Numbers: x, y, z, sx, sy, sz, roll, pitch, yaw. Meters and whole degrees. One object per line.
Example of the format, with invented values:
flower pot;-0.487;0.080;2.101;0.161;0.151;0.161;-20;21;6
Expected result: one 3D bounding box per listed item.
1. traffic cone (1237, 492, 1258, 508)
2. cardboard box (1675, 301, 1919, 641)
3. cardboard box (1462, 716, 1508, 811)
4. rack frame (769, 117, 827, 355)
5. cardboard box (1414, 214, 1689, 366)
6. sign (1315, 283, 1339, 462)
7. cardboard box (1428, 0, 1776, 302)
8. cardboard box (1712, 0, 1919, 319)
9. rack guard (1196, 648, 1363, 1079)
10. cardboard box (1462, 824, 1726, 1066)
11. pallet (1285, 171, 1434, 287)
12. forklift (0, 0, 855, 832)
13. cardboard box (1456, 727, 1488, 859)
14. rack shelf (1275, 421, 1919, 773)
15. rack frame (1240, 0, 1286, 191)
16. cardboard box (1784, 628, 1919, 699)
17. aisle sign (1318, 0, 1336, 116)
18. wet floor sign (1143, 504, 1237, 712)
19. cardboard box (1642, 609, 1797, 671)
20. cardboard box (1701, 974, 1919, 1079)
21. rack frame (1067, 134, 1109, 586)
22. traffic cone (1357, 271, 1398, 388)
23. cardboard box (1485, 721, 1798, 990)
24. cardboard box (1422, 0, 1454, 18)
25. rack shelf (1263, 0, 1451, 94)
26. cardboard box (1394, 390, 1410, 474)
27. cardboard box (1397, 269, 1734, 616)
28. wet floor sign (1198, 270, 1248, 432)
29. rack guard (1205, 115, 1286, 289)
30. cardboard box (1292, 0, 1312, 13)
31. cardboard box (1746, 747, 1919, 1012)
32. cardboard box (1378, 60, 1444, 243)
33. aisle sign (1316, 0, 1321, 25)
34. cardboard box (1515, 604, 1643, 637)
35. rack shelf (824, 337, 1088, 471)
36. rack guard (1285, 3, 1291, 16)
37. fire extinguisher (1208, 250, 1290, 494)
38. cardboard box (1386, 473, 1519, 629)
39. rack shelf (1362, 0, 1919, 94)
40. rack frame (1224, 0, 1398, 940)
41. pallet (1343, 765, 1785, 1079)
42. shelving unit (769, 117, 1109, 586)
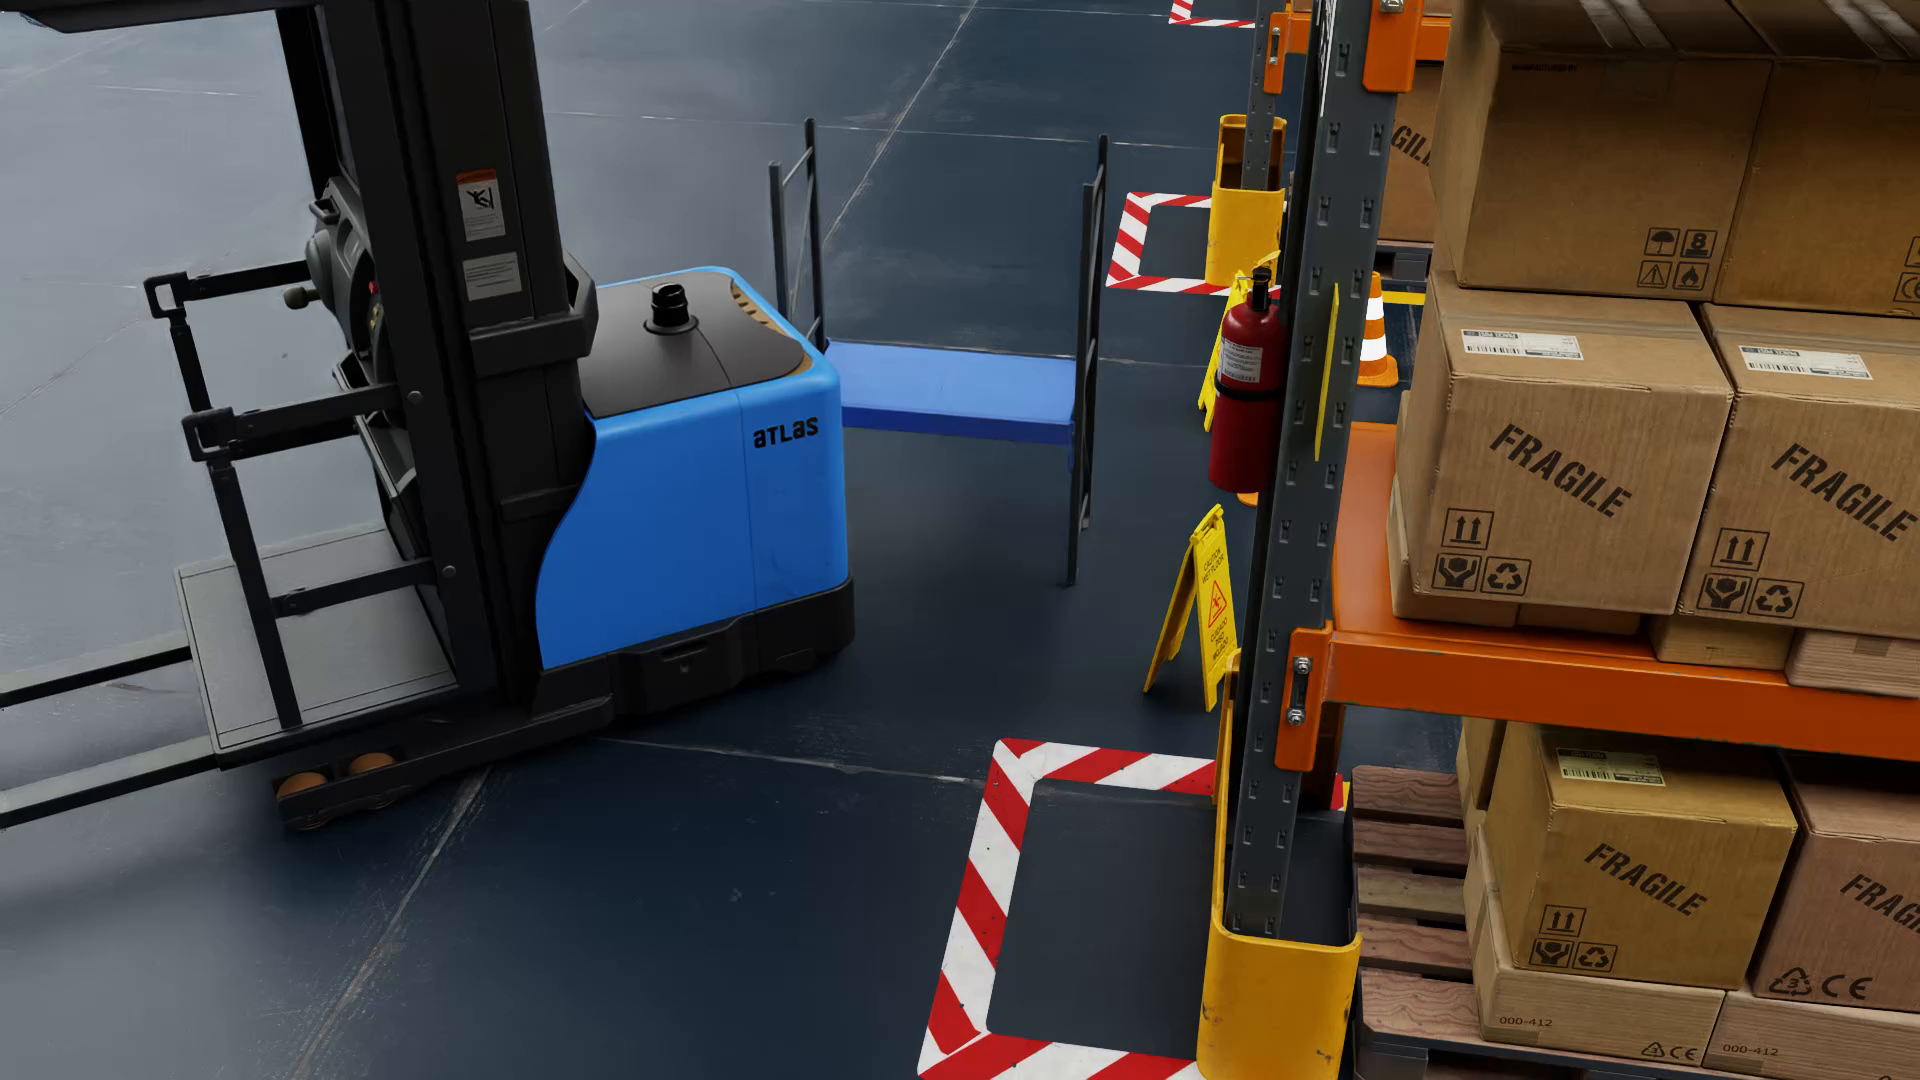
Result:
traffic cone;1.268;-0.400;6.453;0.334;0.463;0.336;5;32;8
cardboard box;1.706;-0.165;3.311;0.500;0.500;0.500;6;33;10
cardboard box;1.609;0.377;4.310;0.500;0.500;0.500;5;32;9
rack frame;-0.557;-0.698;5.951;0.032;1.500;0.500;5;32;9
cardboard box;1.356;-0.492;3.835;0.500;0.500;0.500;5;32;7
sign;0.684;-0.311;3.104;0.005;0.325;0.100;5;32;8
cardboard box;1.315;-0.889;3.526;0.500;0.500;0.700;4;32;7
cardboard box;1.813;-0.840;3.448;0.500;0.500;0.700;5;32;9
rack guard;0.850;0.838;4.440;0.348;0.500;1.175;5;32;8
cardboard box;1.524;0.976;4.059;0.500;0.250;0.500;5;32;8
pallet;2.310;-1.613;8.629;1.213;0.211;1.003;5;32;8
forklift;-1.900;-0.711;4.624;3.031;2.935;1.130;-16;35;-23
cardboard box;1.641;0.693;4.511;0.500;0.250;0.500;5;32;8
rack shelf;2.747;0.255;3.693;4.000;0.370;1.077;5;32;8
rack frame;1.508;-2.826;7.938;0.127;3.000;1.000;5;32;8
cardboard box;1.817;0.145;3.428;0.250;0.149;0.380;6;32;9
aisle sign;0.662;-1.173;2.847;0.004;0.787;0.394;5;32;8
wet floor sign;0.768;0.193;5.333;0.232;0.644;0.267;17;36;25
cardboard box;1.574;0.098;3.503;0.250;0.149;0.380;4;32;7
cardboard box;2.026;1.026;3.980;0.500;0.250;0.500;6;33;10
rack frame;0.444;-0.603;5.800;0.032;1.500;0.500;5;32;9
traffic cone;1.793;-0.961;7.348;0.334;0.463;0.336;5;32;8
cardboard box;1.547;0.660;3.857;0.500;0.500;0.500;4;32;7
cardboard box;2.427;-2.842;7.823;0.550;0.550;0.875;5;32;8
rack shelf;3.480;-2.343;7.843;4.000;0.370;1.077;5;32;8
cardboard box;1.180;-0.200;3.979;0.250;0.149;0.380;6;33;10
cardboard box;1.195;-0.209;3.382;0.500;0.500;0.500;5;32;7
wet floor sign;1.147;-0.795;6.912;0.232;0.644;0.267;0;32;0
rack guard;1.485;-1.769;8.604;0.348;0.500;1.175;5;32;8
cardboard box;1.882;-2.880;7.883;0.550;0.550;0.875;5;32;8
cardboard box;2.063;0.704;3.786;0.500;0.500;0.500;4;32;6
cardboard box;2.188;-2.077;8.348;0.875;0.875;0.875;5;32;8
aisle sign;0.763;-1.487;3.349;0.004;0.787;0.394;5;32;8
cardboard box;1.326;0.032;3.608;0.250;0.149;0.380;6;32;9
rack shelf;-0.056;-0.498;5.971;1.000;0.185;0.538;5;32;9
rack guard;2.517;-4.345;12.720;0.348;0.500;1.175;5;32;8
fire extinguisher;0.740;-0.447;4.209;0.183;0.674;0.296;5;32;8
cardboard box;1.075;0.017;3.632;0.250;0.149;0.380;5;32;8
rack shelf;2.747;-1.016;2.897;4.000;0.370;1.077;5;32;8
rack frame;0.775;-0.228;3.787;0.127;3.000;1.000;5;32;8
pallet;1.645;1.052;4.371;1.213;0.211;1.003;5;32;8
shelving unit;-0.056;-0.650;5.876;1.048;1.500;0.538;5;32;9
